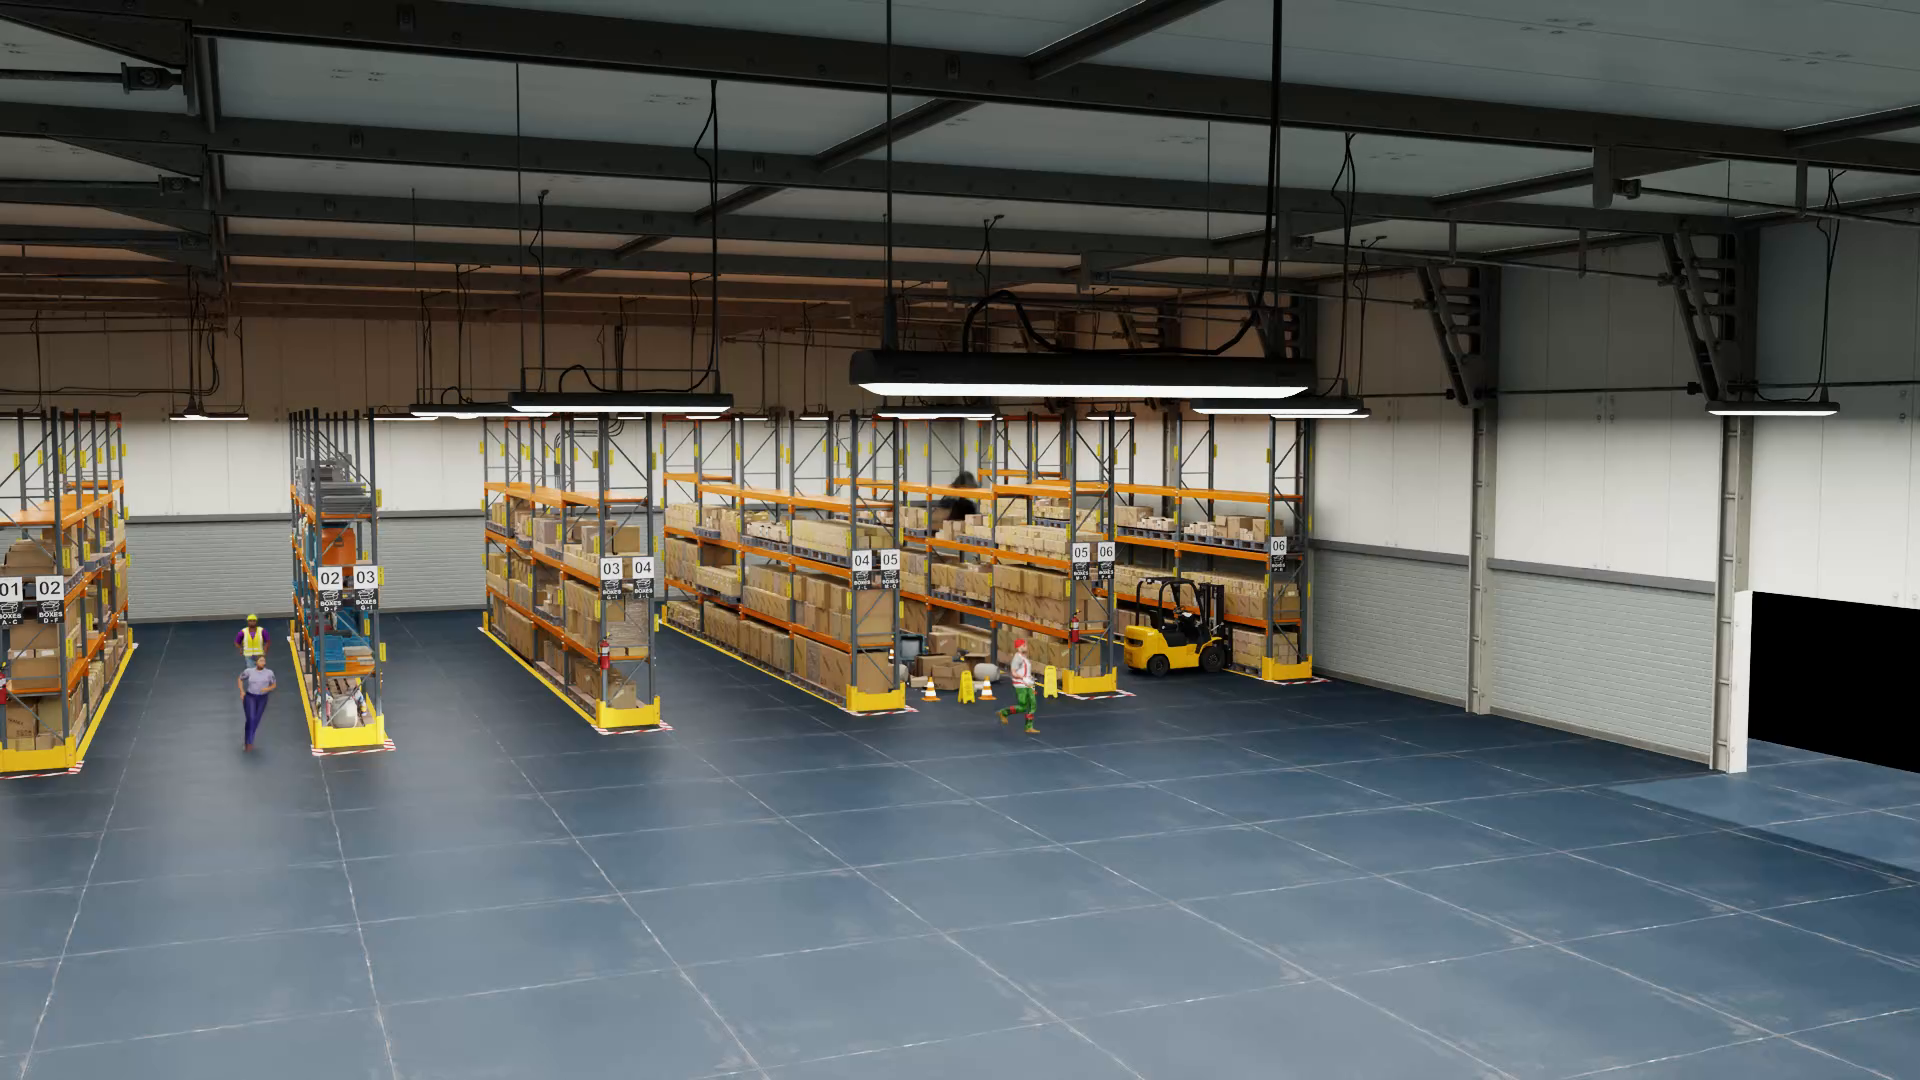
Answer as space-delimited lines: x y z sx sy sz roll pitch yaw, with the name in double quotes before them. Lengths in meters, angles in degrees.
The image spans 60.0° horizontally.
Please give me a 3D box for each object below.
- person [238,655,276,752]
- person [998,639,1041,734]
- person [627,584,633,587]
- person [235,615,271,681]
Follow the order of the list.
"person" -12.410 2.874 29.382 0.596 1.674 0.700 -3 5 -39
"person" 1.114 2.695 30.718 0.814 1.759 0.654 1 4 18
"person" -8.777 1.682 45.349 0.718 1.734 0.651 -1 4 -16
"person" -14.808 2.423 34.841 0.696 1.718 0.570 -2 4 -25
